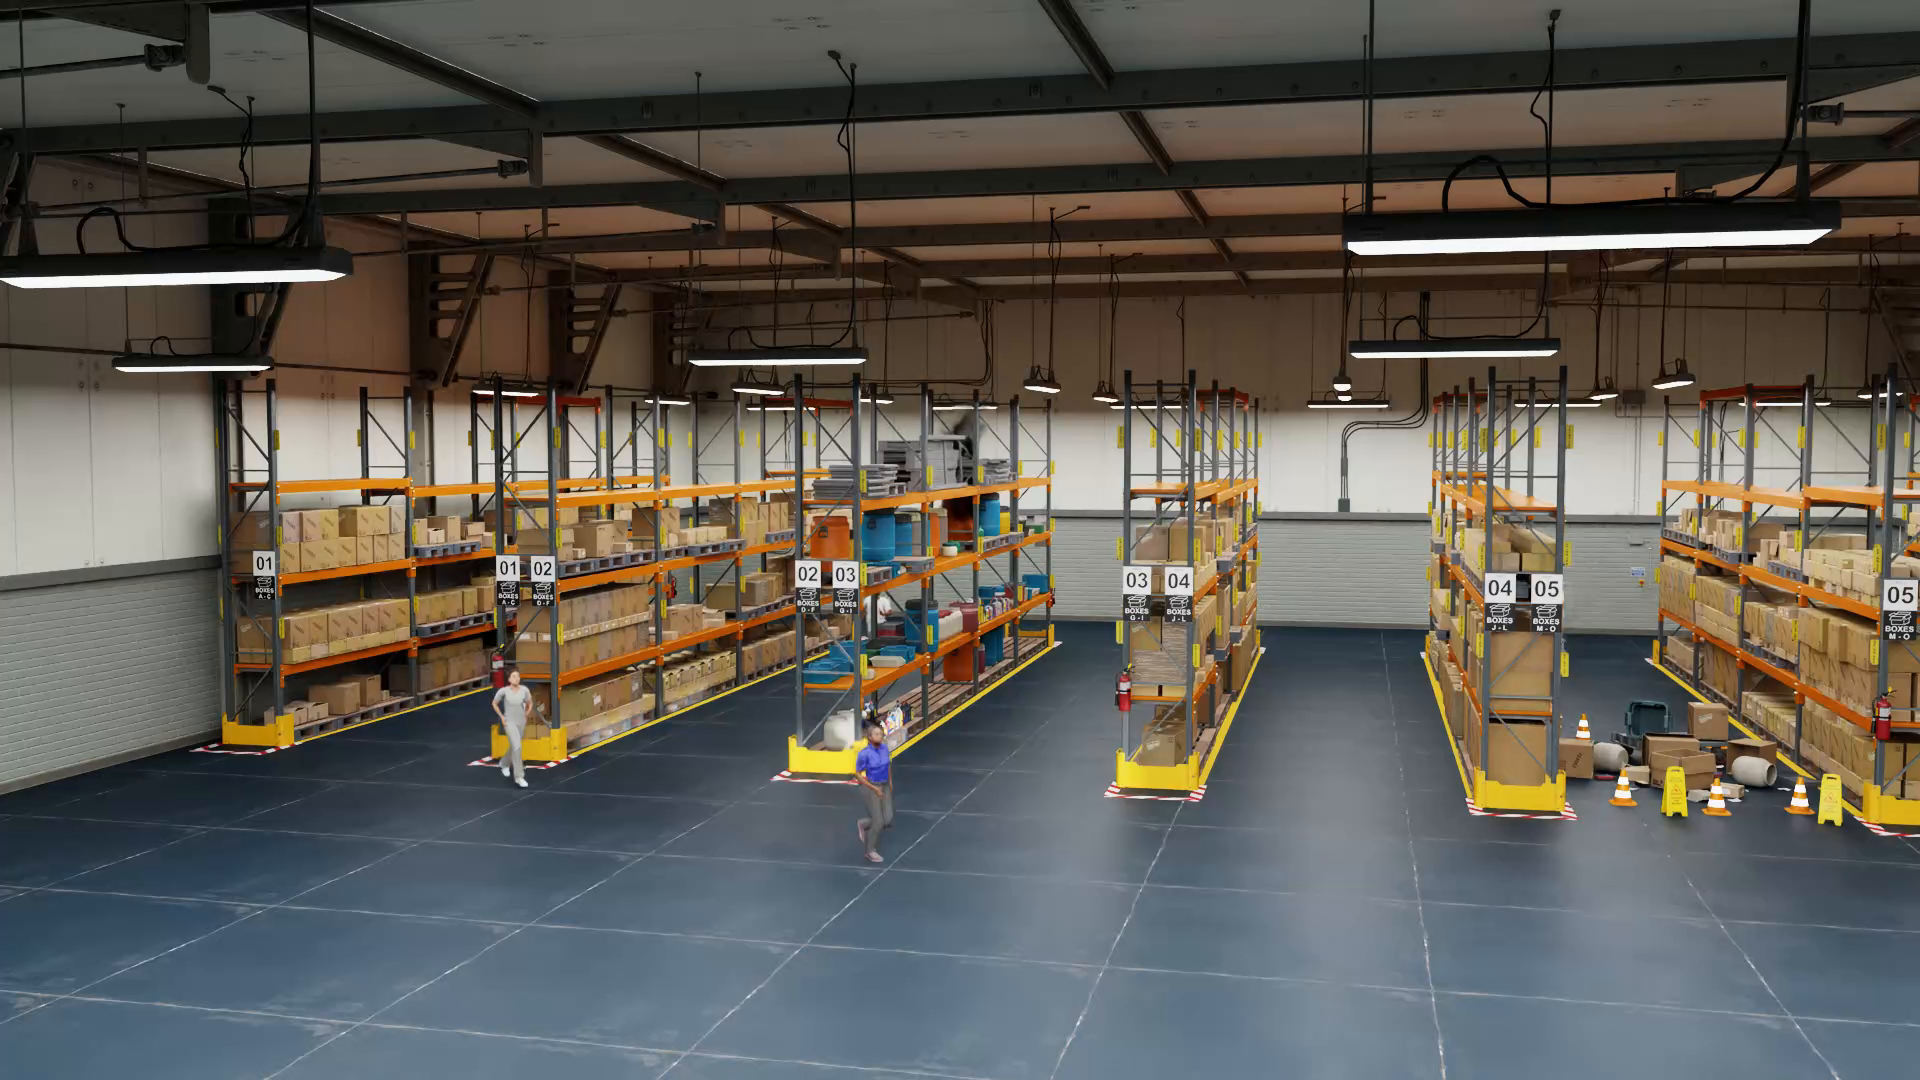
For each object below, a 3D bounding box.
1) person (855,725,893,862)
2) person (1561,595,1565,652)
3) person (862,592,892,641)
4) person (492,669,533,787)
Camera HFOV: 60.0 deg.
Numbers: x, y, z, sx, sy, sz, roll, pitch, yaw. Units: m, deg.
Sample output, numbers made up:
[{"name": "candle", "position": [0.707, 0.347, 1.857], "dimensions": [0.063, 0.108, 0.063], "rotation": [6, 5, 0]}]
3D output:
[{"name": "person", "position": [-1.026, 3.017, 19.884], "dimensions": [0.584, 1.614, 0.613], "rotation": [-3, 5, -44]}, {"name": "person", "position": [13.849, 1.795, 38.953], "dimensions": [0.647, 1.758, 0.638], "rotation": [1, 4, 16]}, {"name": "person", "position": [-1.885, 1.844, 37.245], "dimensions": [0.710, 1.684, 0.963], "rotation": [0, 3, 3]}, {"name": "person", "position": [-6.487, 2.689, 24.180], "dimensions": [0.566, 1.670, 0.904], "rotation": [-3, 5, -41]}]
